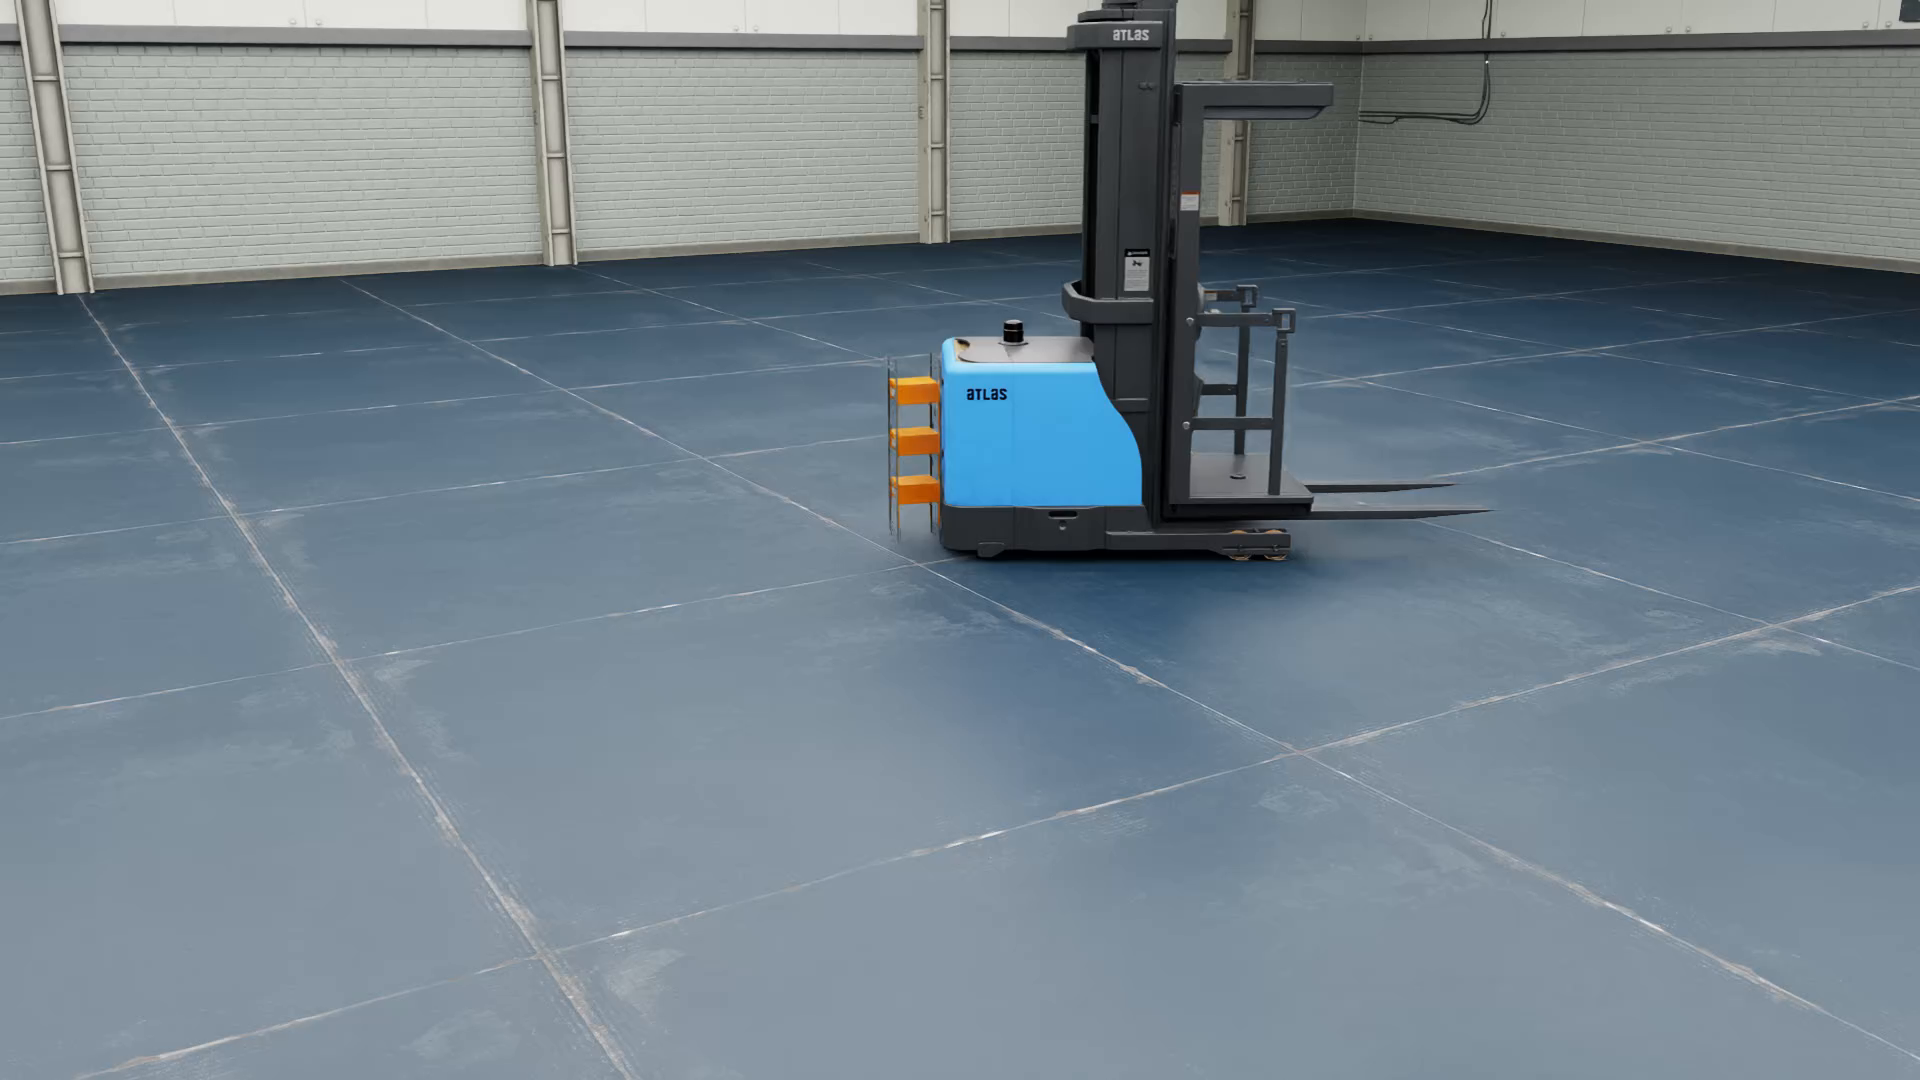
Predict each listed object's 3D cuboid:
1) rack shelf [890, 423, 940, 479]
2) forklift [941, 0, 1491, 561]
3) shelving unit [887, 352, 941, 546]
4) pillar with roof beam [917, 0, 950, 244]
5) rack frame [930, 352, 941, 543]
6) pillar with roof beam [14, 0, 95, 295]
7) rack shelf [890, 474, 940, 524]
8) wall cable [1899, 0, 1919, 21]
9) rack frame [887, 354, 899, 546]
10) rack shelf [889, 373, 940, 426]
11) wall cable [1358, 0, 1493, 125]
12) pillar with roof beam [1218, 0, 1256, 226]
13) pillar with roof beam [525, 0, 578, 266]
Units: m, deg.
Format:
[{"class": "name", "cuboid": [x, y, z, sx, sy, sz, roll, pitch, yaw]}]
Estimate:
[{"class": "rack shelf", "cuboid": [-0.255, -0.497, 9.278, 0.240, 0.259, 0.215, -5, 16, -16]}, {"class": "forklift", "cuboid": [1.411, -1.440, 9.117, 3.031, 2.935, 1.130, 0, 16, -2]}, {"class": "shelving unit", "cuboid": [-0.255, -0.508, 9.275, 0.252, 1.050, 0.215, -5, 16, -16]}, {"class": "pillar with roof beam", "cuboid": [1.818, -8.000, 21.276, 0.400, 9.000, 9.100, -9, 18, -30]}, {"class": "rack frame", "cuboid": [-0.138, -0.517, 9.308, 0.008, 1.050, 0.200, -5, 16, -16]}, {"class": "pillar with roof beam", "cuboid": [-8.469, -6.332, 15.325, 0.400, 9.000, 9.100, -9, 18, -30]}, {"class": "rack shelf", "cuboid": [-0.255, -0.230, 9.353, 0.240, 0.259, 0.215, -5, 16, -16]}, {"class": "wall cable", "cuboid": [12.826, -9.372, 19.871, 0.169, 6.003, 2.305, -9, 18, -30]}, {"class": "rack frame", "cuboid": [-0.372, -0.498, 9.242, 0.008, 1.050, 0.200, -5, 16, -16]}, {"class": "rack shelf", "cuboid": [-0.255, -0.771, 9.201, 0.240, 0.259, 0.215, -5, 16, -16]}, {"class": "wall cable", "cuboid": [7.950, -8.438, 28.593, 0.112, 2.526, 3.097, -9, 18, -30]}, {"class": "pillar with roof beam", "cuboid": [6.961, -8.834, 24.251, 0.400, 9.000, 9.100, -9, 18, -30]}, {"class": "pillar with roof beam", "cuboid": [-3.325, -7.166, 18.301, 0.400, 9.000, 9.100, -9, 18, -30]}]
